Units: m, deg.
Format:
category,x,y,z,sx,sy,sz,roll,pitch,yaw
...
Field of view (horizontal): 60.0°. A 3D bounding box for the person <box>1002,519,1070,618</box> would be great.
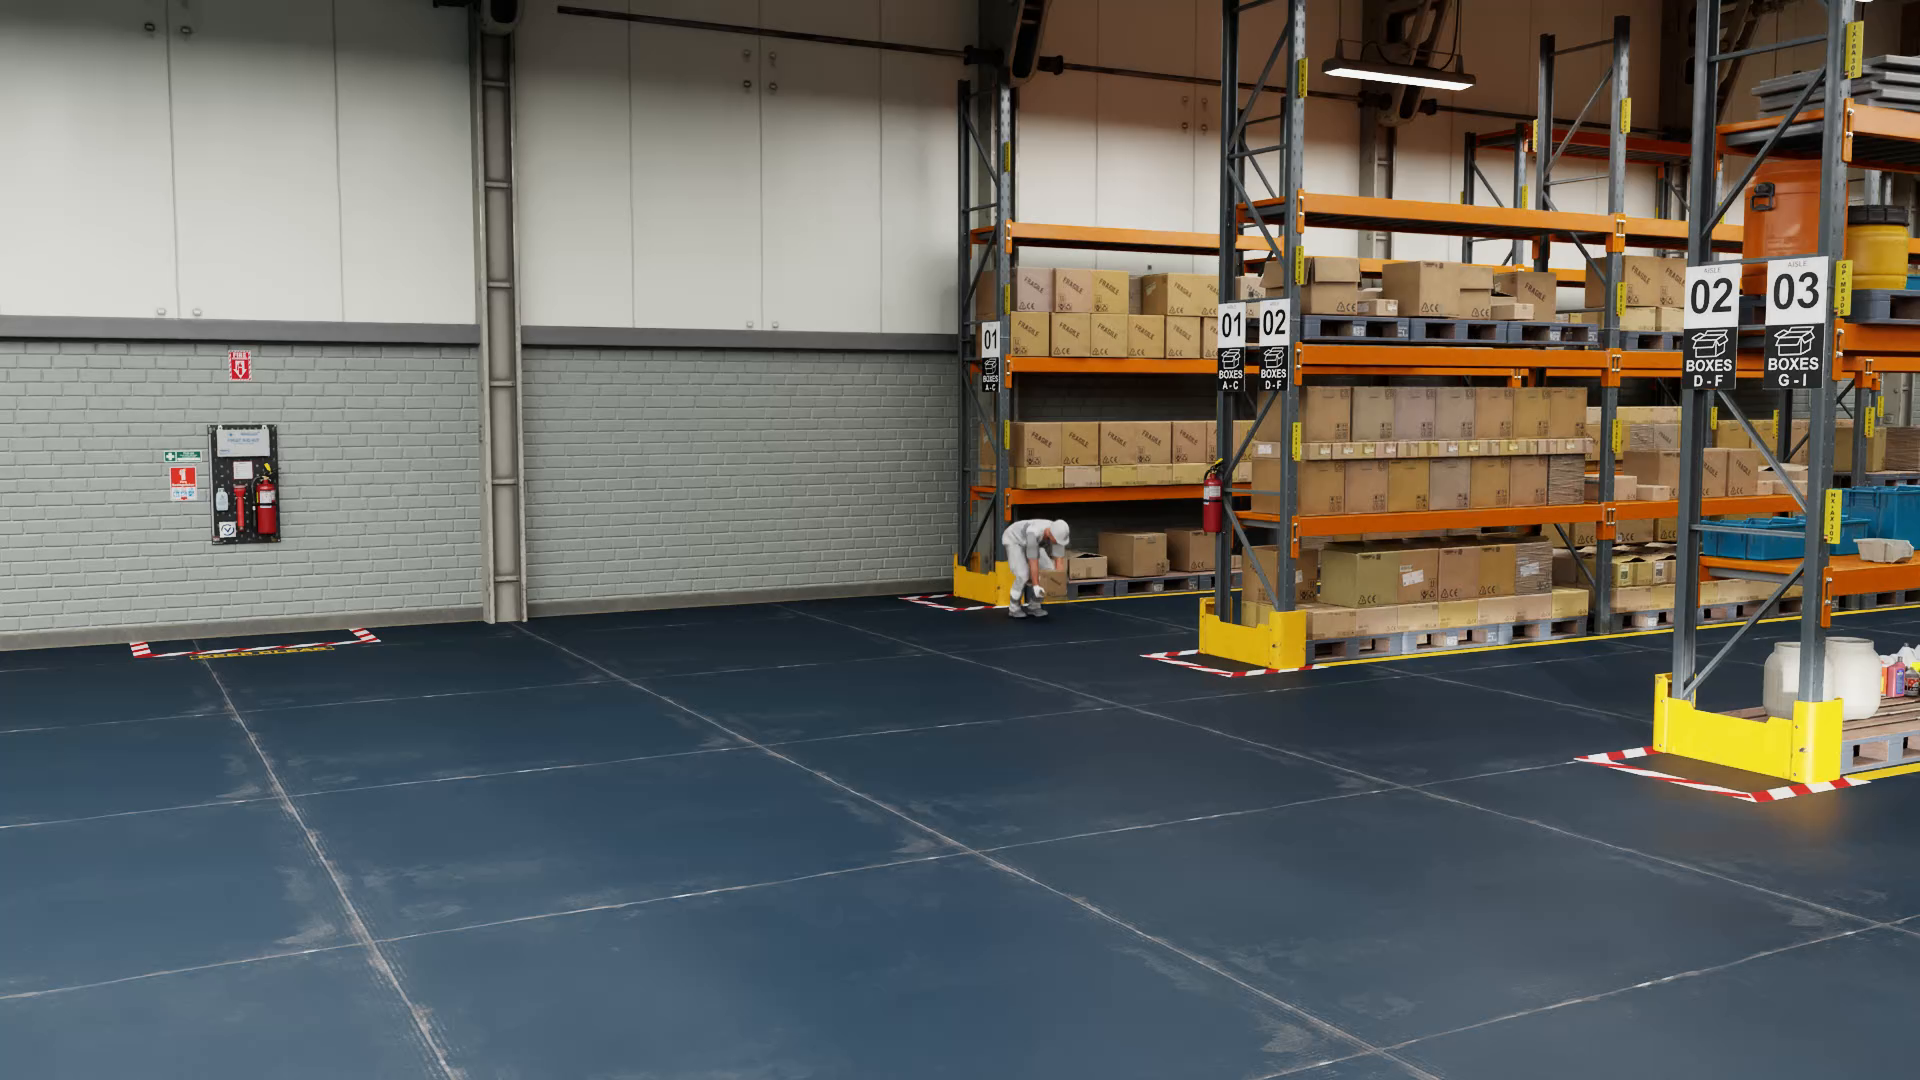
category,x,y,z,sx,sy,sz,roll,pitch,yaw
person,0.833,0.299,17.701,0.529,1.077,0.956,-3,6,-34
